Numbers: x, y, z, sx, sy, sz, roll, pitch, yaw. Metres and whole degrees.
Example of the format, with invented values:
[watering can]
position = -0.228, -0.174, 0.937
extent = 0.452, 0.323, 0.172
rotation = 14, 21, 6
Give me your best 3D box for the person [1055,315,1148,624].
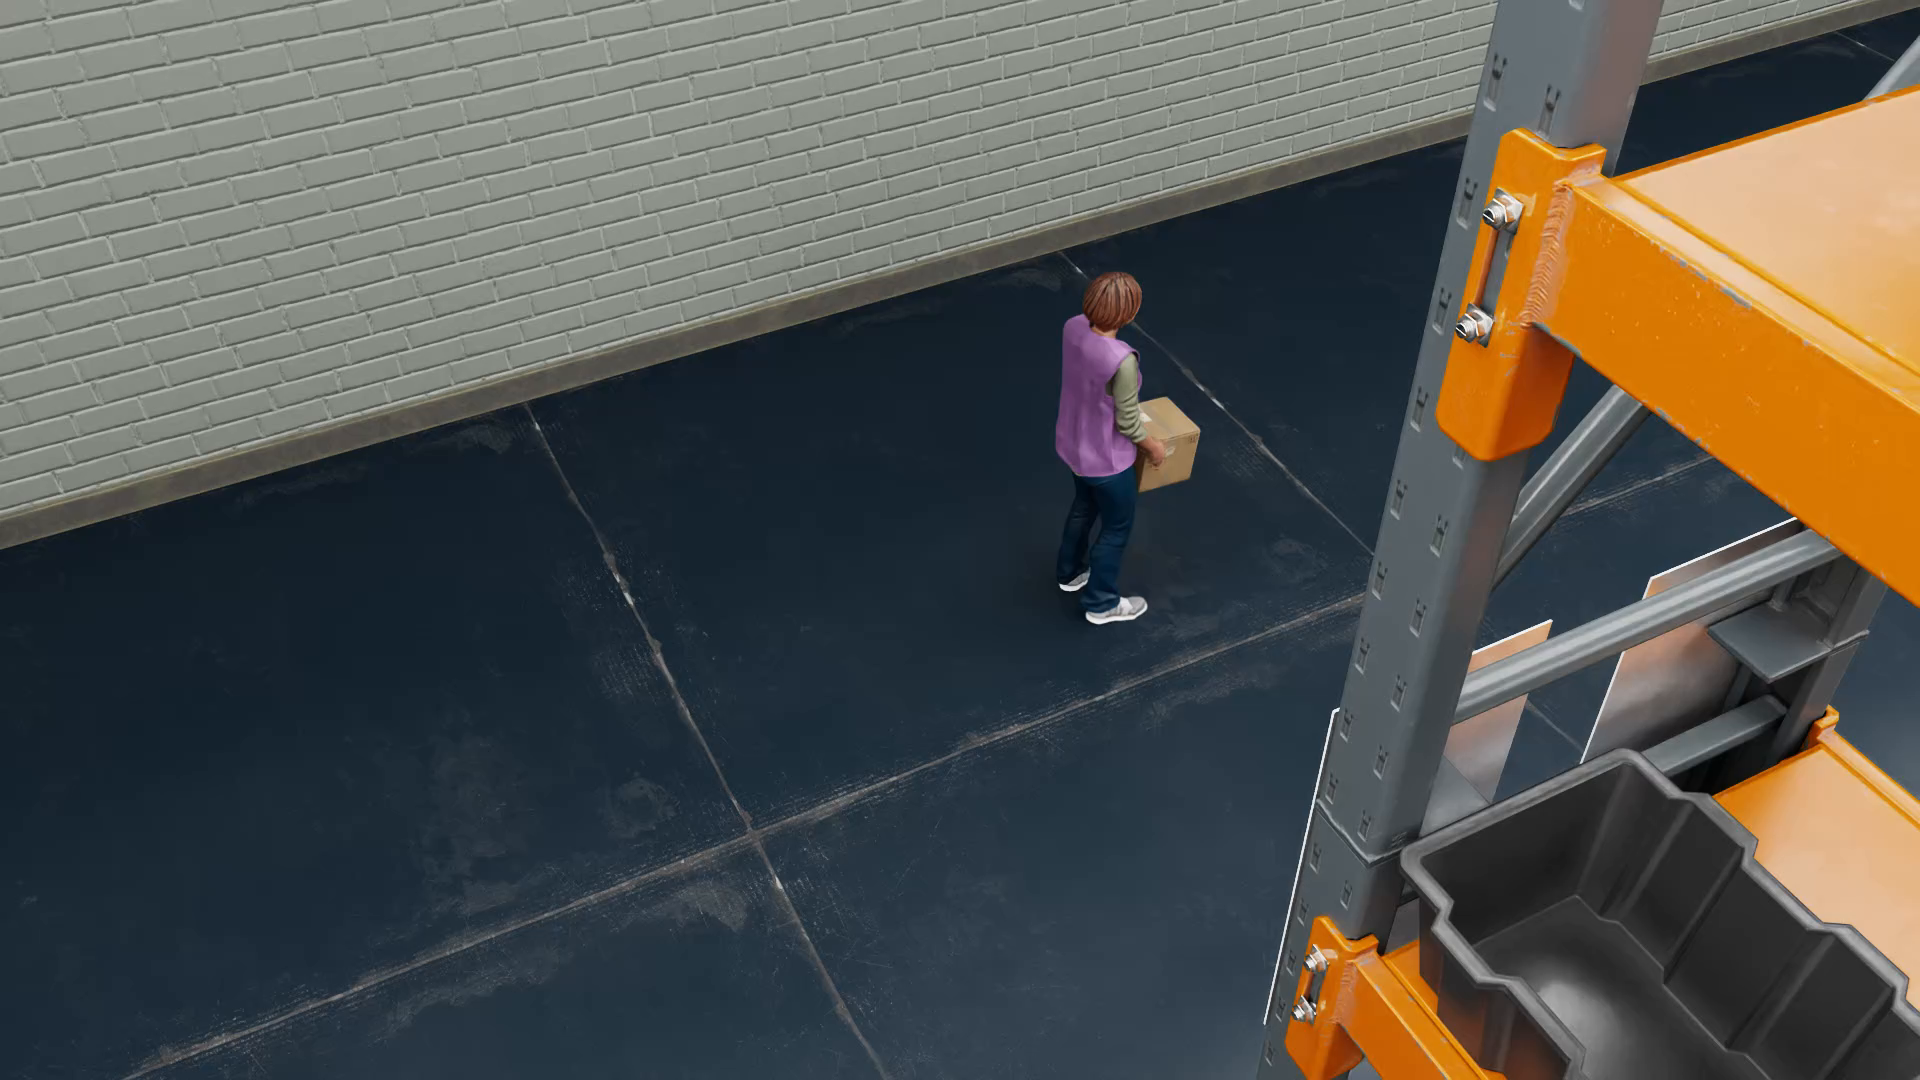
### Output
[person]
position = 0.559, -0.279, 6.634
extent = 0.338, 1.385, 0.444
rotation = -20, 46, -21
